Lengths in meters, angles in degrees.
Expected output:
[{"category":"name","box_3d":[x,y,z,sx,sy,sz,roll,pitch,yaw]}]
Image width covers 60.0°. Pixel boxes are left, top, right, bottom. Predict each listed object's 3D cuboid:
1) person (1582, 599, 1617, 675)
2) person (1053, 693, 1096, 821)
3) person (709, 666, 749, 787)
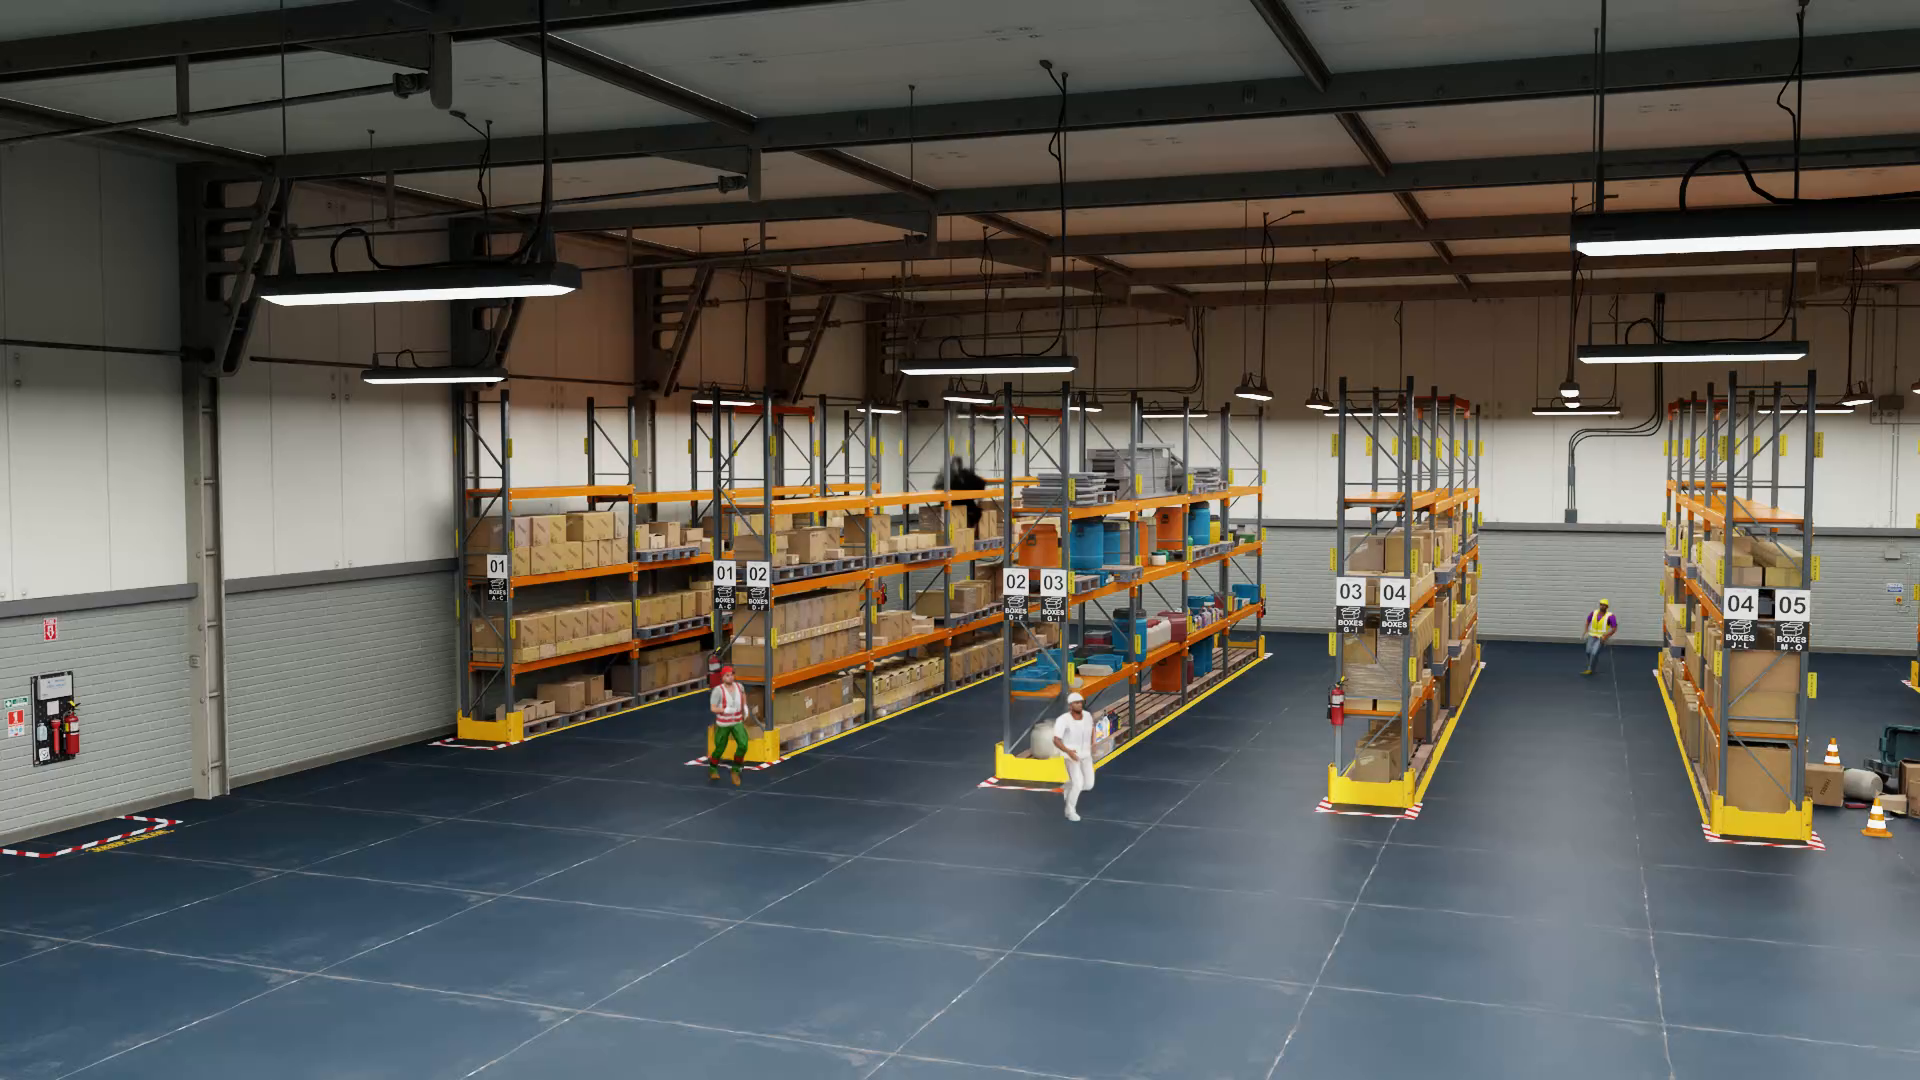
[{"category":"person","box_3d":[14.076,2.140,36.646,0.747,1.693,0.531,3,4,41]},{"category":"person","box_3d":[1.565,2.910,22.454,0.725,1.728,0.654,-2,4,-31]},{"category":"person","box_3d":[-3.410,2.747,24.665,0.676,1.790,0.891,-2,4,-31]}]
